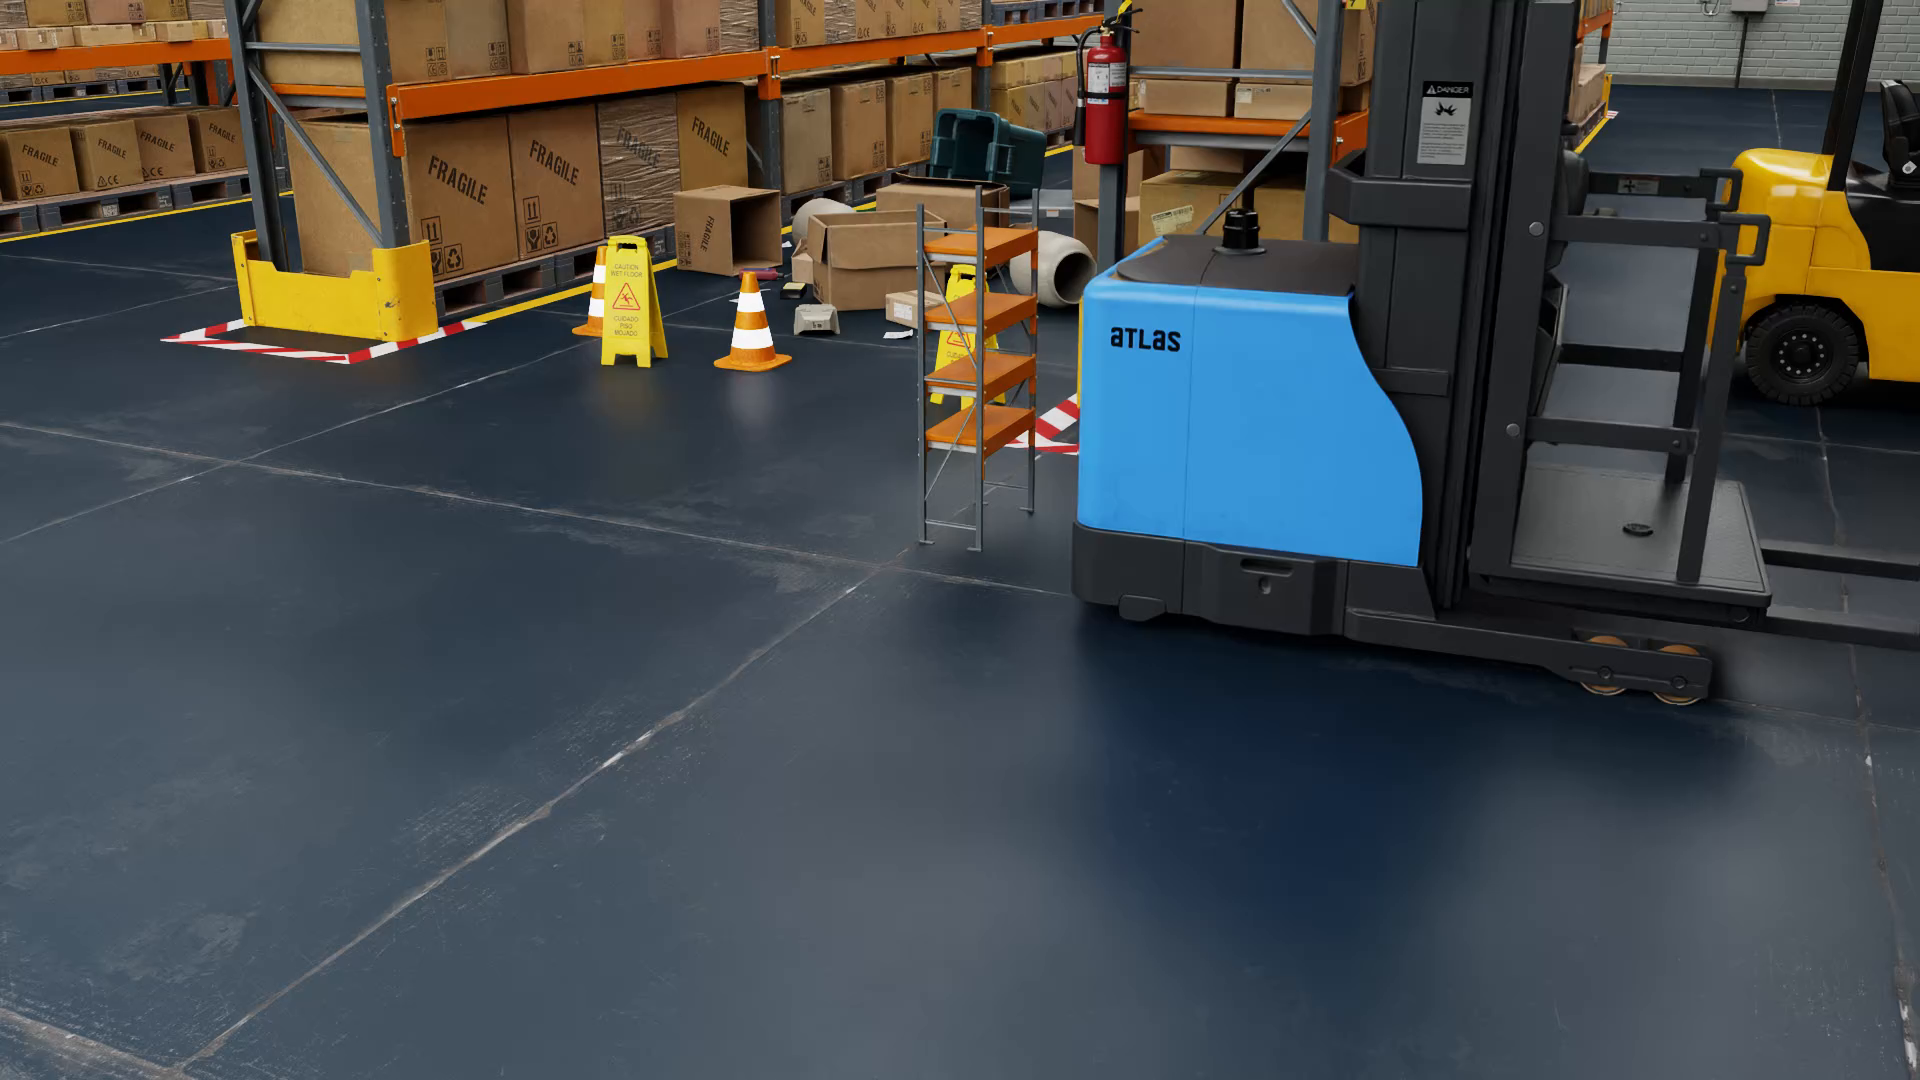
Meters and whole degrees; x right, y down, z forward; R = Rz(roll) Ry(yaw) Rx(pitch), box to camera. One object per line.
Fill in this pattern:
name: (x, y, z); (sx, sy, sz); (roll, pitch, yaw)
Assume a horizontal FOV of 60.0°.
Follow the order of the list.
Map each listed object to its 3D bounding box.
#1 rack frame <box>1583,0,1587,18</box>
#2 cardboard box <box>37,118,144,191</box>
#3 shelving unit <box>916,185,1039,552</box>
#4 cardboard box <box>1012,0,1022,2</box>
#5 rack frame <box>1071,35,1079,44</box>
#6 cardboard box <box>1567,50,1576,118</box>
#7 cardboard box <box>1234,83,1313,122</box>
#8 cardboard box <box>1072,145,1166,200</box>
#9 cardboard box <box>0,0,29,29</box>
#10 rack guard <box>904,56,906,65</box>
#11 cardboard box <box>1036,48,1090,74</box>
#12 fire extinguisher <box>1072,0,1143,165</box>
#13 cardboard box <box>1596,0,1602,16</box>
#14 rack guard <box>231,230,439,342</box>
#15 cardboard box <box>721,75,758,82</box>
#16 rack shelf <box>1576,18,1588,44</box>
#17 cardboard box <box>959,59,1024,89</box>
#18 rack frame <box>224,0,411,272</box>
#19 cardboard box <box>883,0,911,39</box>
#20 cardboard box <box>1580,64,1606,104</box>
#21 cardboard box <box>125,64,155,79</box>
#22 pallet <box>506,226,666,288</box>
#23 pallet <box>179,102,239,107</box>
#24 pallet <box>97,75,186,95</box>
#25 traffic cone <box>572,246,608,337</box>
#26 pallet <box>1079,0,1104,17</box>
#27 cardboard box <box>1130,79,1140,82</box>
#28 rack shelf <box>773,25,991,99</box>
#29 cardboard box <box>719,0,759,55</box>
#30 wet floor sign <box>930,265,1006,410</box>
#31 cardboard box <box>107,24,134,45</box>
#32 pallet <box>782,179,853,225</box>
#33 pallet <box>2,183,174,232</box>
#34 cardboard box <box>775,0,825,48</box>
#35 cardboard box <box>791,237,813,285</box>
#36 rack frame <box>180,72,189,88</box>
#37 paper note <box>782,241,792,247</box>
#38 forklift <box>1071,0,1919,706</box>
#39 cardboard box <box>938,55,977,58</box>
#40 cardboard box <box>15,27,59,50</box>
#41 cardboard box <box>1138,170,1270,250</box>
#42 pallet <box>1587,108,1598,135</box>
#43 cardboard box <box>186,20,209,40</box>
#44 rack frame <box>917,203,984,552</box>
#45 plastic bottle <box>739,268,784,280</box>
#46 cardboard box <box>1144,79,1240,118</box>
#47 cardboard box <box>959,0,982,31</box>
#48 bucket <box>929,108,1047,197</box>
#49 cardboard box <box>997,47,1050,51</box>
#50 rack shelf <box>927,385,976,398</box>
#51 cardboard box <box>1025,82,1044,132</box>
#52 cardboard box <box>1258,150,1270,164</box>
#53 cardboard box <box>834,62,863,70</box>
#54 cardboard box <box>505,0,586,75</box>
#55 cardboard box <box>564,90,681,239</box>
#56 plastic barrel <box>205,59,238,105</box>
rack frame: (6.006, -5.634, 17.335); (1.000, 3.000, 0.127); (9, 21, 23)
cardboard box: (-6.921, -3.075, 13.242); (0.500, 0.500, 0.500); (7, 21, 18)
shelving unit: (0.068, -0.616, 5.910); (0.258, 1.200, 0.503); (9, 21, 23)
cardboard box: (0.398, -5.413, 16.460); (0.380, 0.149, 0.250); (10, 22, 25)
rack frame: (1.446, -6.283, 19.159); (0.949, 2.616, 0.053); (9, 21, 23)
cardboard box: (5.462, -4.353, 16.277); (0.875, 0.875, 0.875); (9, 22, 24)
cardboard box: (1.420, -1.923, 7.274); (0.380, 0.149, 0.250); (9, 21, 23)
cardboard box: (1.094, -2.603, 11.411); (0.500, 0.500, 0.500); (9, 21, 23)
cardboard box: (-7.359, -3.993, 12.128); (0.875, 0.500, 0.500); (9, 21, 23)
rack guard: (-1.387, -7.046, 25.036); (1.175, 0.500, 0.348); (9, 21, 23)
cardboard box: (1.152, -5.238, 18.206); (0.500, 0.250, 0.500); (10, 22, 25)
fire extinguisher: (0.625, -1.958, 7.112); (0.296, 0.674, 0.183); (9, 21, 23)
cardboard box: (6.857, -6.093, 18.476); (0.500, 0.500, 0.500); (9, 21, 23)
rack guard: (-3.475, -1.429, 9.241); (1.175, 0.500, 0.348); (9, 21, 23)
cardboard box: (-3.279, -5.992, 20.886); (1.225, 0.875, 0.875); (9, 21, 23)
rack shelf: (5.187, -4.684, 15.736); (1.077, 0.370, 4.000); (9, 21, 23)
cardboard box: (0.314, -4.611, 16.441); (0.500, 0.250, 0.500); (8, 21, 20)
rack frame: (-3.465, -2.614, 8.843); (1.000, 3.000, 0.127); (9, 21, 23)
cardboard box: (-0.745, -4.470, 13.912); (0.500, 0.500, 0.500); (9, 21, 24)
cardboard box: (7.465, -5.632, 20.526); (0.875, 0.438, 0.875); (8, 21, 21)
cardboard box: (-12.222, -7.044, 24.372); (0.500, 0.500, 0.500); (9, 21, 23)
pallet: (-2.708, -1.927, 11.072); (1.003, 0.211, 1.213); (9, 21, 23)
pallet: (-8.907, -5.384, 20.792); (1.003, 0.211, 1.213); (9, 21, 23)
pallet: (-12.370, -6.787, 24.737); (1.003, 0.211, 1.213); (9, 21, 23)
traffic cone: (-1.952, -1.386, 9.176); (0.336, 0.463, 0.334); (9, 21, 23)
pallet: (-2.505, -6.036, 16.510); (5.816, 1.713, 7.625); (9, 21, 23)
cardboard box: (1.946, -5.570, 19.895); (0.380, 0.149, 0.250); (10, 22, 25)
rack shelf: (-1.008, -4.109, 14.121); (1.077, 0.370, 4.000); (9, 21, 23)
cardboard box: (-1.967, -3.793, 11.934); (0.875, 0.550, 0.550); (9, 21, 23)
wet floor sign: (0.038, -0.945, 7.664); (0.267, 0.644, 0.232); (18, 26, 41)
cardboard box: (-7.275, -3.716, 12.315); (0.882, 0.149, 2.000); (9, 21, 23)
pallet: (-1.580, -2.769, 13.441); (1.003, 0.211, 1.213); (9, 21, 23)
pallet: (2.383, -3.623, 15.841); (15.839, 0.211, 14.238); (9, 21, 23)
cardboard box: (-1.366, -4.008, 12.612); (0.500, 0.500, 0.500); (9, 21, 23)
cardboard box: (-0.851, -1.771, 10.551); (0.396, 0.266, 0.258); (13, 23, 32)
rack frame: (-12.071, -8.354, 24.983); (1.000, 3.000, 0.127); (9, 21, 23)
paper note: (-1.725, -4.195, 17.449); (2.542, 0.211, 11.881); (-5, 20, -15)
forklift: (1.927, -1.117, 4.737); (3.031, 2.935, 1.130); (7, 21, 19)
cardboard box: (0.049, -4.834, 17.069); (0.500, 0.250, 0.500); (9, 21, 23)
cardboard box: (-6.912, -3.707, 12.290); (0.380, 0.149, 0.250); (9, 21, 23)
cardboard box: (1.182, -1.502, 8.074); (0.500, 0.500, 0.500); (9, 21, 23)
pallet: (6.887, -4.916, 19.478); (1.003, 0.211, 1.213); (9, 21, 23)
cardboard box: (-6.399, -4.181, 13.622); (0.380, 0.149, 0.250); (9, 21, 23)
rack frame: (-0.032, -0.541, 5.700); (0.240, 1.200, 0.015); (9, 21, 23)
plastic bottle: (-1.266, -1.707, 10.677); (0.283, 0.061, 0.133); (1, 20, 4)
cardboard box: (1.050, -1.991, 7.466); (0.380, 0.149, 0.250); (9, 22, 25)
cardboard box: (-0.129, -4.932, 15.212); (0.500, 0.500, 0.500); (9, 21, 23)
bucket: (0.221, -2.653, 11.568); (0.726, 0.611, 0.620); (18, 16, 41)
cardboard box: (0.689, -5.303, 18.388); (0.500, 0.250, 0.500); (9, 22, 24)
rack shelf: (0.068, -0.579, 5.923); (0.199, 0.029, 0.442); (9, 21, 23)
cardboard box: (0.536, -4.415, 17.011); (0.500, 0.500, 0.500); (9, 21, 23)
cardboard box: (1.377, -2.006, 8.521); (0.380, 0.149, 0.250); (9, 21, 24)
cardboard box: (-1.959, -6.929, 23.519); (0.875, 0.875, 0.875); (9, 21, 23)
cardboard box: (-2.805, -3.129, 10.068); (0.875, 0.550, 0.550); (9, 21, 23)
cardboard box: (-2.514, -2.575, 11.277); (0.875, 0.875, 0.875); (9, 21, 23)
plastic barrel: (-9.007, -5.778, 20.351); (0.600, 0.830, 0.708); (9, 21, 23)
